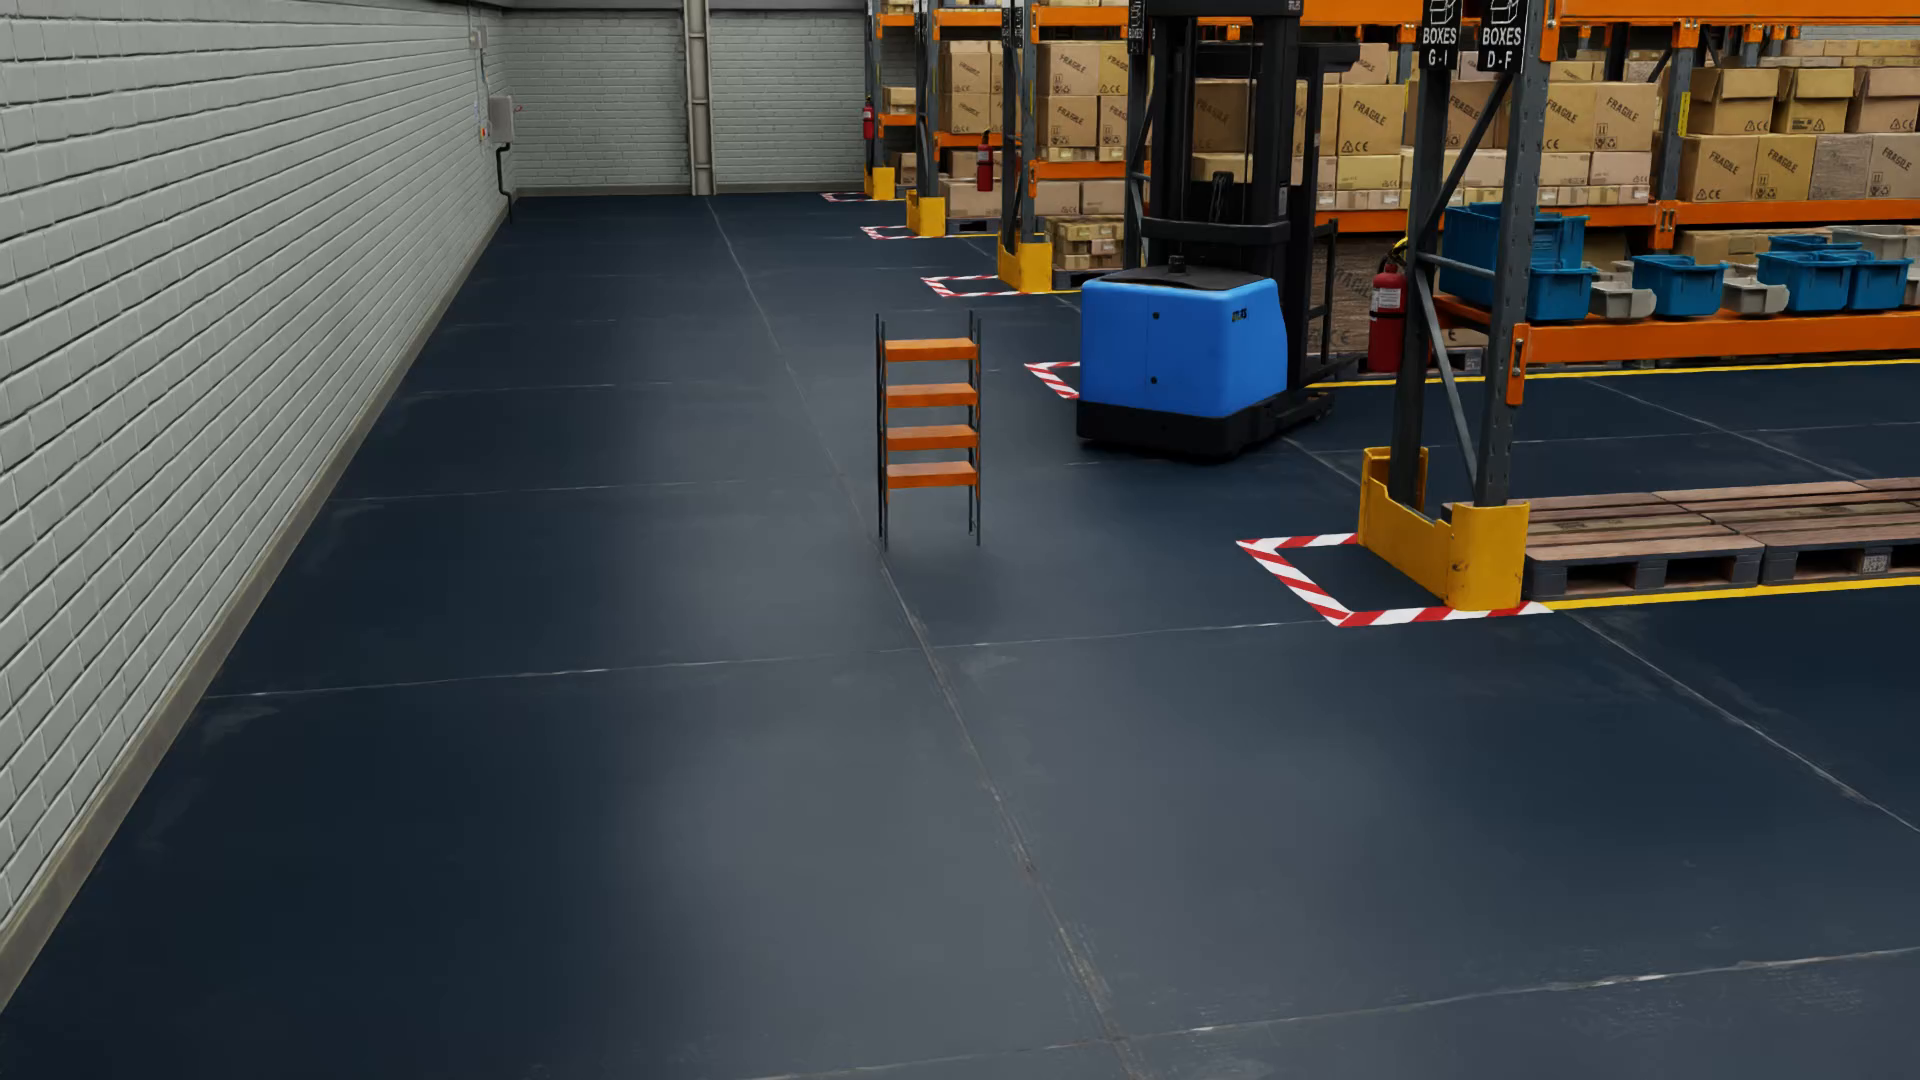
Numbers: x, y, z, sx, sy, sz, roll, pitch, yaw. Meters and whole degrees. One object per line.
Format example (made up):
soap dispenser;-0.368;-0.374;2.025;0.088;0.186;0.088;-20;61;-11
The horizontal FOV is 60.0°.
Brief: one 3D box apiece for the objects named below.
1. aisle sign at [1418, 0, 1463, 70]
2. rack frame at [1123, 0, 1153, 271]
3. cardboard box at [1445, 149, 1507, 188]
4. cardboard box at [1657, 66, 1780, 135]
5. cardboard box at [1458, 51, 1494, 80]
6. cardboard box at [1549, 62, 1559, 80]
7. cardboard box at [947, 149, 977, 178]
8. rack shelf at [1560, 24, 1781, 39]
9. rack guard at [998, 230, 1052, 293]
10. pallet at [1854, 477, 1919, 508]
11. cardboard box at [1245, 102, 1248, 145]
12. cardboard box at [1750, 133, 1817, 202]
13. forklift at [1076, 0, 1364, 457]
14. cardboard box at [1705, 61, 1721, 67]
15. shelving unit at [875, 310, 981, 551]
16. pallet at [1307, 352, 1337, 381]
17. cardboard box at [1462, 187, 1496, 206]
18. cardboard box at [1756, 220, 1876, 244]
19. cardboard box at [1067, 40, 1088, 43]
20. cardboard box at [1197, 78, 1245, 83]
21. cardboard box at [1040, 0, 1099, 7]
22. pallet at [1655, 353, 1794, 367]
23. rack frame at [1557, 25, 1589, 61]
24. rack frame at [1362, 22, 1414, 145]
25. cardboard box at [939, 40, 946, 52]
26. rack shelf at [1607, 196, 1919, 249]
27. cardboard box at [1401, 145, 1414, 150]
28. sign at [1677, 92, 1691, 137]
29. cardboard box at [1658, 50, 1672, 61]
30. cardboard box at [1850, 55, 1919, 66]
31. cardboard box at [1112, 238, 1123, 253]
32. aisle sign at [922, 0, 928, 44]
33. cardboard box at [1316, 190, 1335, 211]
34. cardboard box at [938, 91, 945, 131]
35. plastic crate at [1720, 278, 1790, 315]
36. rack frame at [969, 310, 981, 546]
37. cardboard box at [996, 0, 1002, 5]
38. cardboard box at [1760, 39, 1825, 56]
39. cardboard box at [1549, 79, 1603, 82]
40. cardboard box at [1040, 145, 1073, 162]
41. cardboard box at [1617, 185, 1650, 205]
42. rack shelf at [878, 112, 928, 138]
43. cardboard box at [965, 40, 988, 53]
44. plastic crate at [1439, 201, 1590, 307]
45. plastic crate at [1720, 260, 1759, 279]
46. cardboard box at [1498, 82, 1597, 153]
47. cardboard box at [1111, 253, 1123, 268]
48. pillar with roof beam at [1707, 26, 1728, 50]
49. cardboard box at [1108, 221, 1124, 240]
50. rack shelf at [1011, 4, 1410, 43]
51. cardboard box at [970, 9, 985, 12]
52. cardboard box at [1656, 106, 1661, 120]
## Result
aisle sign;2.258;-2.604;7.752;0.004;0.787;0.394;-3;17;-10
rack frame;1.444;-2.708;12.521;0.127;3.000;1.000;-3;17;-10
cardboard box;3.979;-2.843;12.709;0.500;0.250;0.500;-3;17;-9
cardboard box;5.997;-3.496;13.208;0.637;0.503;0.797;-4;17;-12
cardboard box;6.961;-6.432;22.772;0.500;0.500;0.500;-4;17;-12
cardboard box;7.905;-6.360;23.017;0.500;0.500;0.500;-4;17;-12
cardboard box;0.084;-6.045;26.926;0.500;0.500;0.700;-3;17;-8
rack shelf;9.383;-7.212;23.301;4.000;0.370;1.077;-3;17;-10
rack guard;0.677;-2.953;17.575;0.348;0.500;1.175;-3;17;-10
pallet;5.597;-0.118;8.837;1.213;0.211;1.003;-3;17;-10
cardboard box;3.110;-4.392;17.326;0.500;0.500;0.500;-3;17;-11
cardboard box;6.364;-2.961;13.172;0.500;0.500;0.500;-3;17;-10
forklift;1.977;-2.295;11.292;1.130;2.935;3.031;11;20;31
cardboard box;10.450;-6.504;23.488;0.500;0.500;0.500;-3;17;-10
shelving unit;-0.163;-0.564;8.606;0.503;1.200;0.258;-3;17;-10
pallet;2.215;-1.442;13.149;1.213;0.211;1.003;-3;17;-10
cardboard box;3.873;-2.628;12.687;0.250;0.149;0.380;-4;17;-11
cardboard box;6.873;-2.208;13.794;0.875;0.875;1.225;-4;17;-12
cardboard box;1.496;-6.415;21.611;0.250;0.149;0.380;-4;17;-12
cardboard box;2.603;-4.842;17.088;0.500;0.500;0.500;-4;17;-12
cardboard box;1.092;-5.457;16.617;0.500;0.250;0.500;-3;17;-8
pallet;6.115;-1.663;13.866;1.213;0.211;1.003;-3;17;-10
rack frame;10.401;-7.664;28.656;0.127;3.000;1.000;-3;17;-10
rack frame;4.530;-4.367;17.920;0.127;3.000;1.000;-3;17;-10
cardboard box;-0.121;-6.479;21.818;0.250;0.149;0.380;-3;17;-10
rack shelf;7.335;-2.699;13.714;4.000;0.370;1.077;-3;17;-10
cardboard box;3.378;-2.969;13.118;0.500;0.250;0.500;-3;17;-10
sign;5.478;-3.223;12.587;0.005;0.325;0.100;-3;17;-10
cardboard box;9.997;-6.779;23.278;0.250;0.149;0.380;-4;18;-13
cardboard box;10.401;-5.224;18.837;0.500;0.500;0.700;-3;17;-11
cardboard box;1.669;-3.117;17.486;0.250;0.149;0.380;-3;17;-10
aisle sign;-0.451;-6.720;21.155;0.004;0.787;0.394;-3;17;-10
cardboard box;2.614;-2.557;12.455;0.250;0.149;0.380;-4;17;-11
cardboard box;-0.012;-5.716;22.143;0.500;0.500;0.500;-3;17;-10
plastic crate;3.685;-1.134;7.741;0.298;0.136;0.250;-3;17;-10
rack frame;0.077;-0.578;8.650;0.015;1.200;0.240;-3;17;-10
cardboard box;0.610;-8.541;26.150;0.500;0.250;0.500;-4;17;-11
cardboard box;11.820;-6.864;23.669;0.500;0.500;0.700;-3;17;-11
cardboard box;4.853;-3.407;13.268;0.500;0.500;0.500;-3;17;-10
cardboard box;0.983;-3.947;16.982;0.250;0.149;0.380;-3;17;-11
cardboard box;5.134;-2.700;12.920;0.250;0.149;0.380;-3;17;-10
rack shelf;0.583;-6.763;26.948;4.000;0.370;1.077;-3;17;-10
cardboard box;0.209;-6.376;21.484;0.250;0.149;0.380;-3;17;-9
plastic crate;2.677;-1.399;8.094;0.499;0.435;0.616;-3;17;-10
plastic crate;3.994;-1.337;8.403;0.250;0.136;0.298;-3;17;-10
cardboard box;4.478;-3.231;12.693;0.500;0.500;0.500;-3;17;-10
cardboard box;1.662;-2.973;17.522;0.250;0.149;0.380;-3;17;-10
pillar with roof beam;14.291;-9.735;25.180;0.400;9.000;9.100;-3;17;-10
cardboard box;1.701;-3.225;17.328;0.250;0.149;0.380;-3;17;-11
rack shelf;2.566;-5.345;17.222;4.000;0.370;1.077;-3;17;-10
cardboard box;0.235;-8.324;26.124;0.250;0.149;0.380;-3;17;-11
cardboard box;7.539;-4.623;17.960;0.250;0.149;0.380;-3;17;-9
